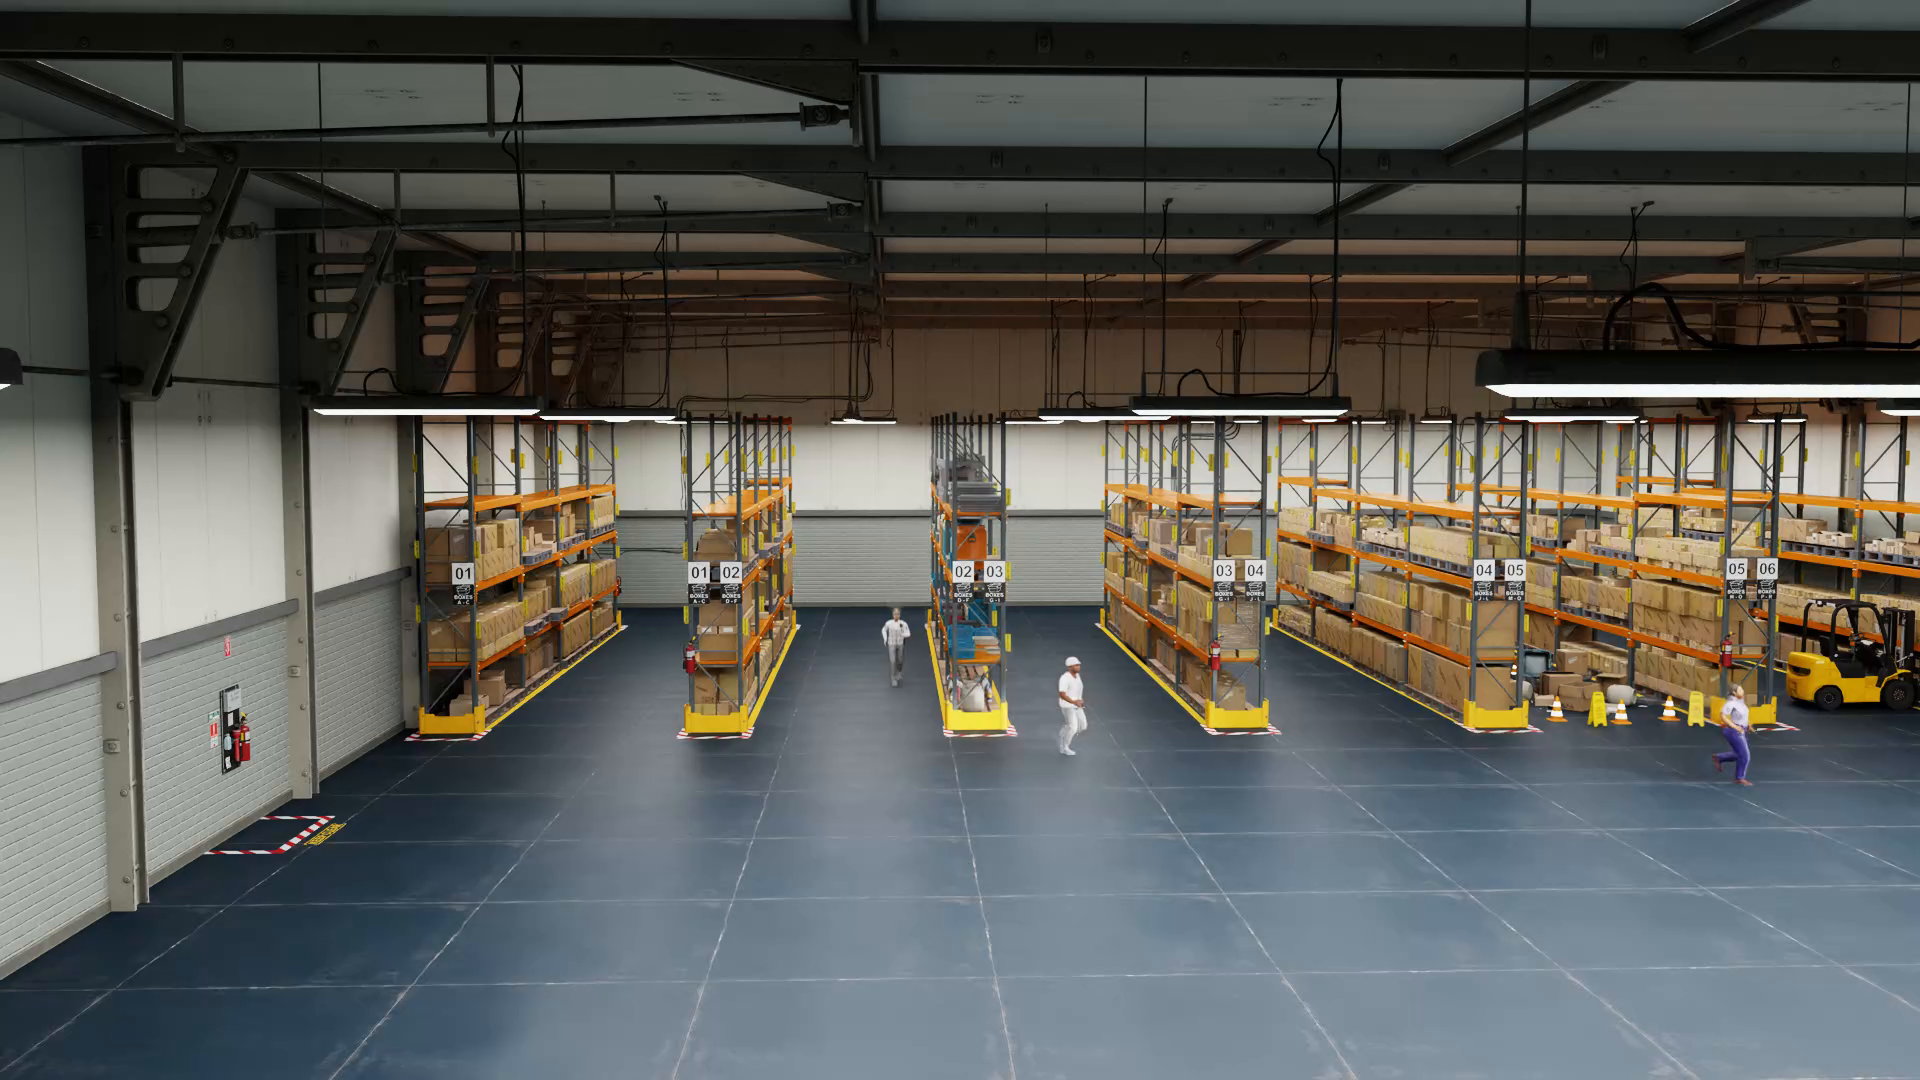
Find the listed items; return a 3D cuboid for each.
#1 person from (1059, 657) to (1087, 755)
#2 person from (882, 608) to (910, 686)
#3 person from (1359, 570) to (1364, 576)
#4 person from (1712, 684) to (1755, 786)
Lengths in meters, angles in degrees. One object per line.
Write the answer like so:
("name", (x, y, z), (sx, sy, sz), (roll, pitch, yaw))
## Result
("person", (1.965, 2.891, 29.033), (0.624, 1.711, 0.689), (2, 5, 31))
("person", (-1.412, 2.342, 36.924), (0.611, 1.682, 0.940), (0, 4, -5))
("person", (11.330, 1.715, 46.807), (0.585, 1.711, 0.818), (-1, 4, -10))
("person", (12.425, 3.113, 26.746), (0.670, 1.621, 0.608), (3, 5, 41))
